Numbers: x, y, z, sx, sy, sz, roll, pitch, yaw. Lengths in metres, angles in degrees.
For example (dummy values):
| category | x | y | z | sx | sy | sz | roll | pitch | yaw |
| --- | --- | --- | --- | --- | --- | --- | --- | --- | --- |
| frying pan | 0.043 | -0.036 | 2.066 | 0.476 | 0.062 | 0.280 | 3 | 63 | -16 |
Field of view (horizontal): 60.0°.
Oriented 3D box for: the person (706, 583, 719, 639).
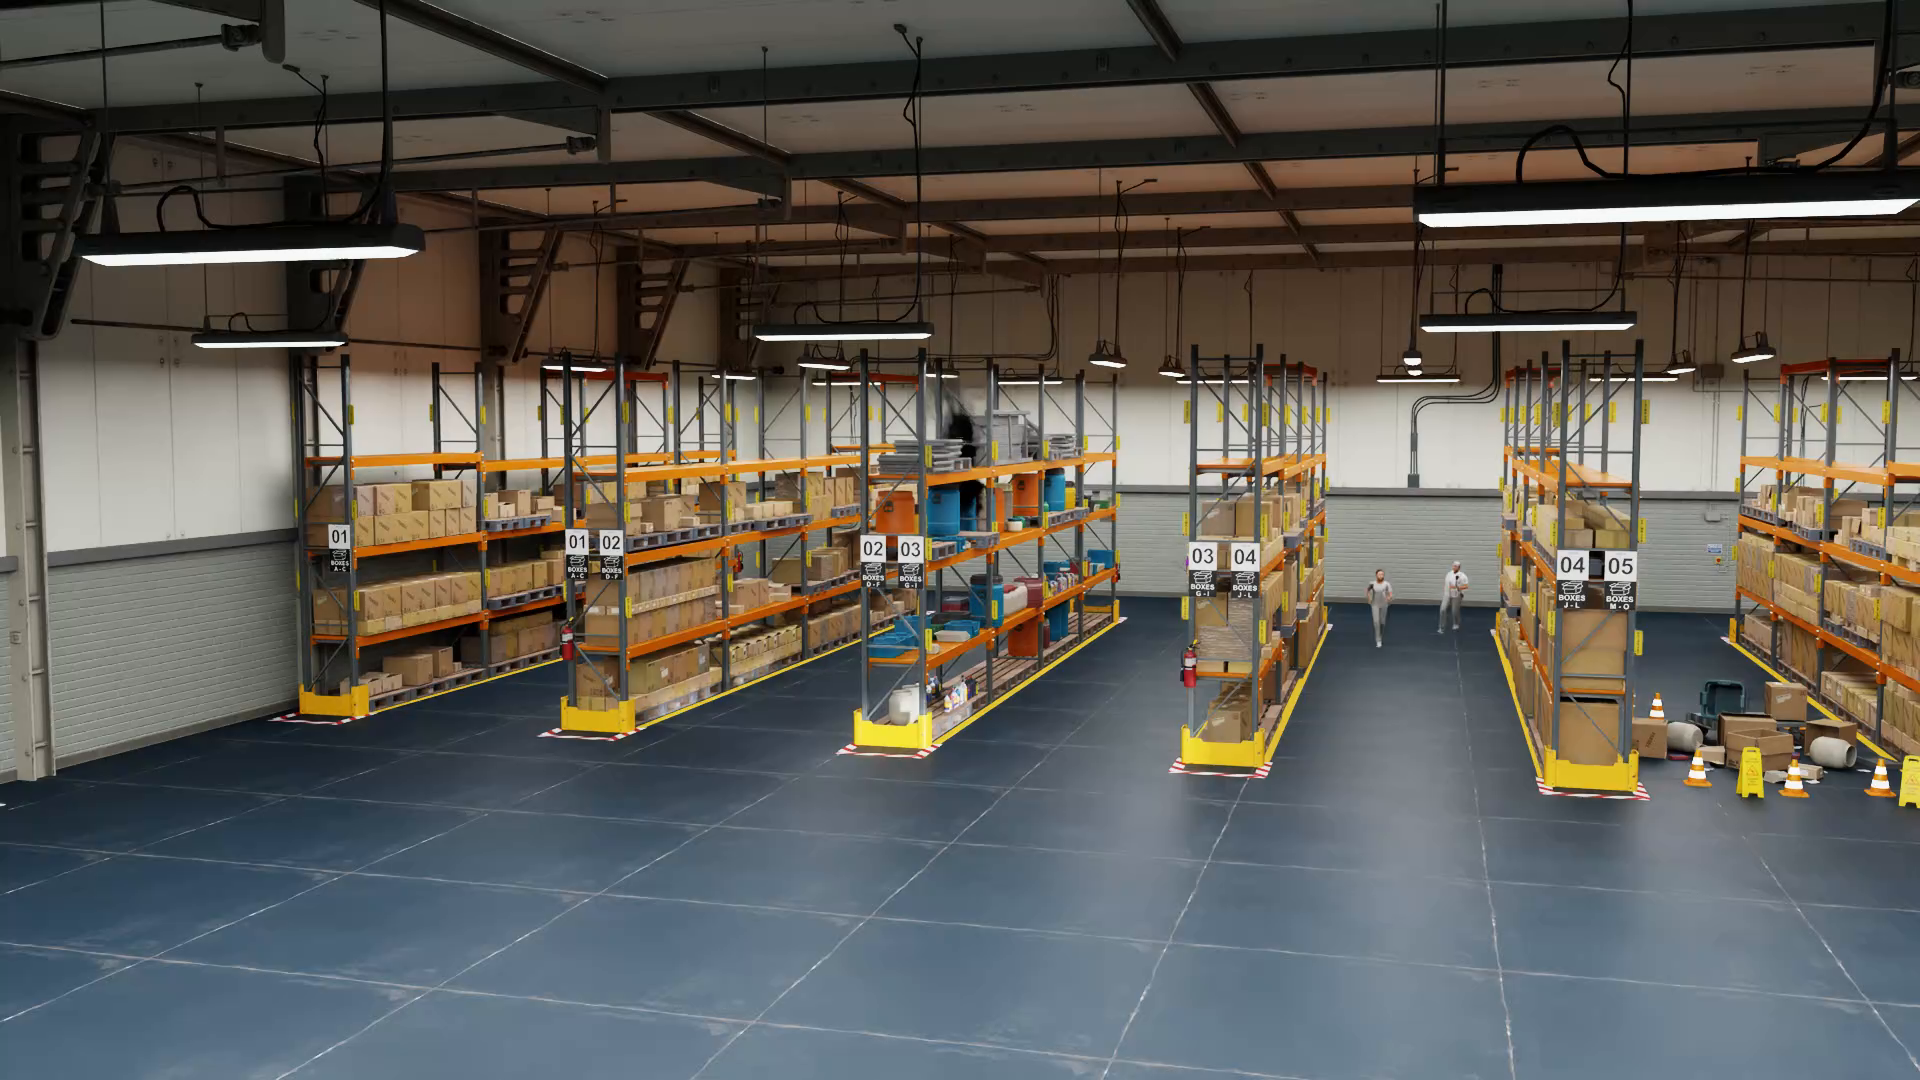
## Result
| category | x | y | z | sx | sy | sz | roll | pitch | yaw |
| --- | --- | --- | --- | --- | --- | --- | --- | --- | --- |
| person | -5.314 | 1.532 | 35.418 | 0.600 | 1.693 | 0.918 | 0 | 4 | 5 |

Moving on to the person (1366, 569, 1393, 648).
| category | x | y | z | sx | sy | sz | roll | pitch | yaw |
| --- | --- | --- | --- | --- | --- | --- | --- | --- | --- |
| person | 9.122 | 1.462 | 36.177 | 0.568 | 1.674 | 0.925 | 1 | 4 | 11 |

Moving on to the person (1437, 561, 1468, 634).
| category | x | y | z | sx | sy | sz | roll | pitch | yaw |
| --- | --- | --- | --- | --- | --- | --- | --- | --- | --- |
| person | 11.385 | 1.334 | 38.190 | 0.629 | 1.719 | 0.779 | 4 | 6 | 41 |
